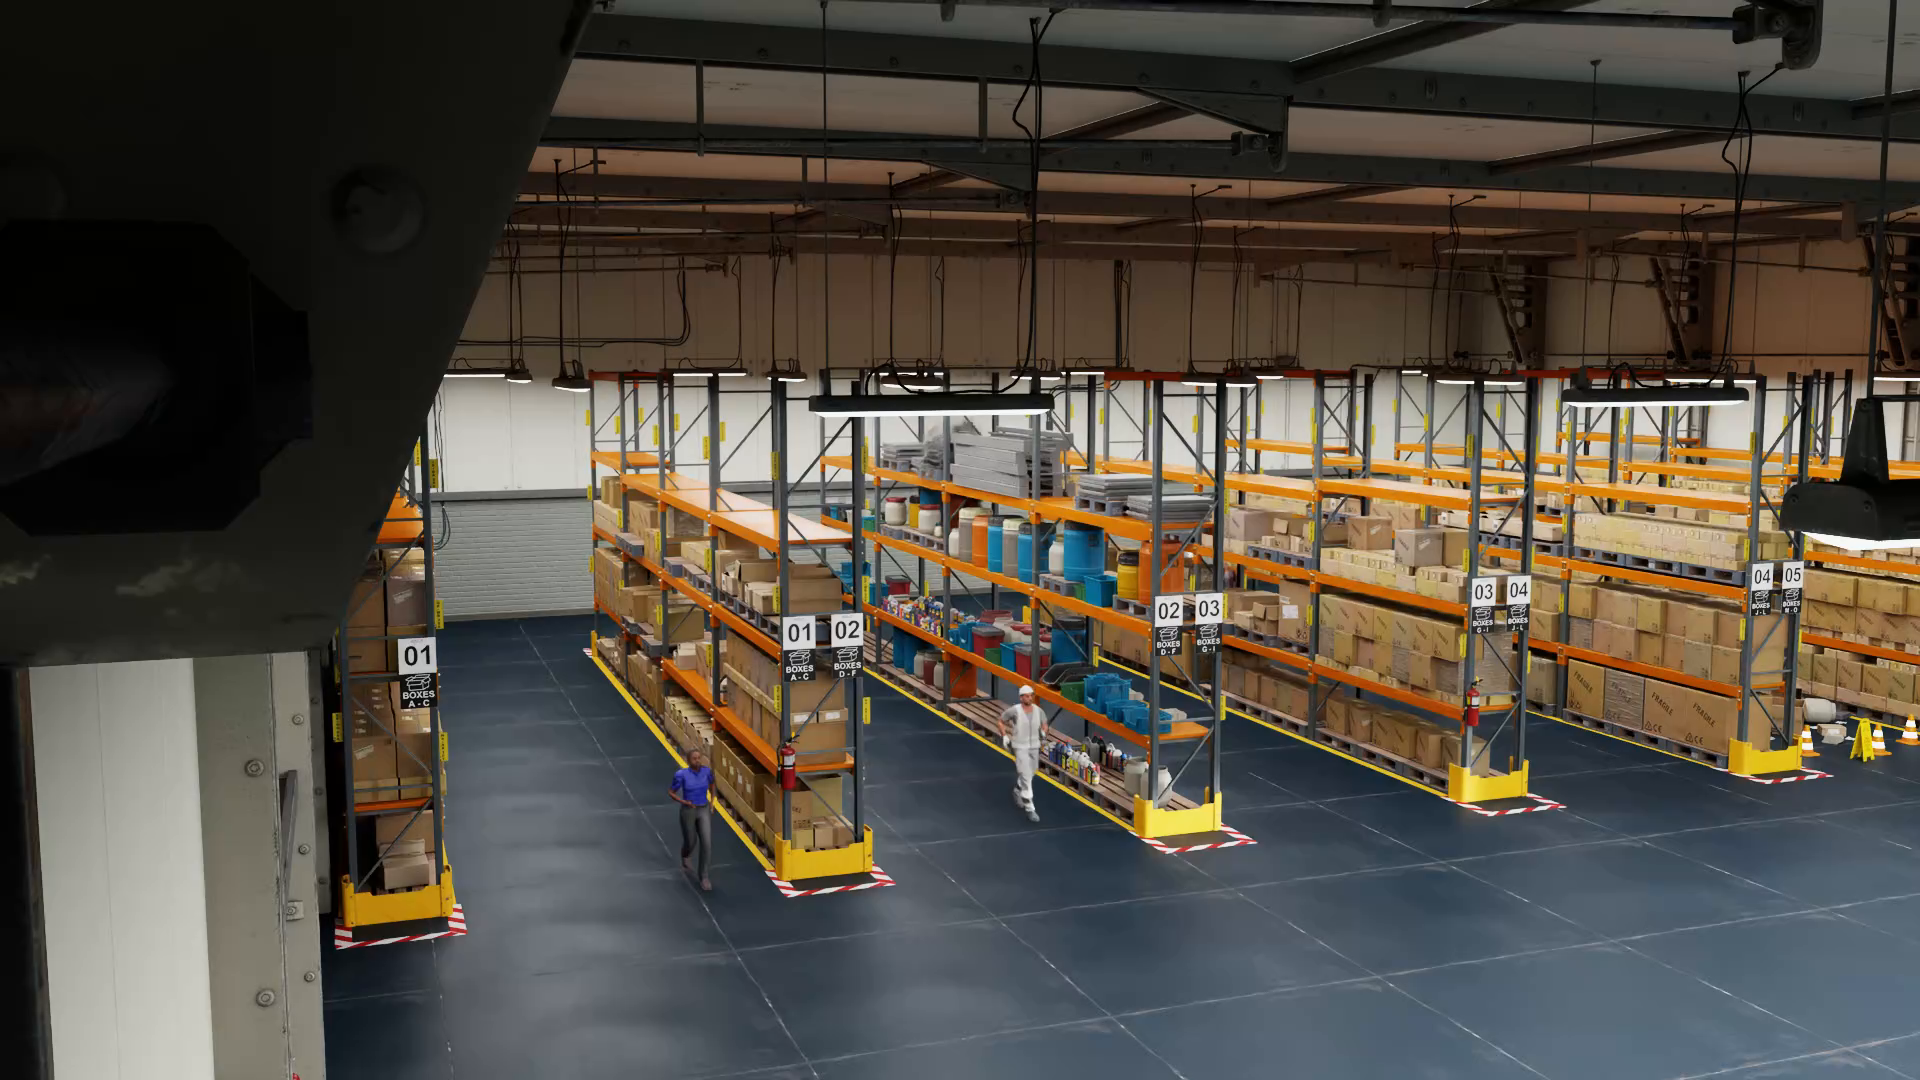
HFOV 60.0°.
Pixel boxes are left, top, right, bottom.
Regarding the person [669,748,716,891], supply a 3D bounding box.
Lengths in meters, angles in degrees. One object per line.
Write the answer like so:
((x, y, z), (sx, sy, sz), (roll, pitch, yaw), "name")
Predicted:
((-3.194, 3.302, 19.977), (0.616, 1.661, 0.847), (-3, 7, -24), "person")

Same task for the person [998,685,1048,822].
((0.902, 2.872, 22.804), (0.665, 1.793, 0.922), (-3, 7, -27), "person")

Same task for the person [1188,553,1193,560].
((5.374, 1.151, 38.844), (0.724, 1.718, 0.709), (0, 6, 1), "person")

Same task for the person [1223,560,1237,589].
((5.931, 1.299, 37.416), (0.725, 1.762, 0.765), (-1, 6, -10), "person")
